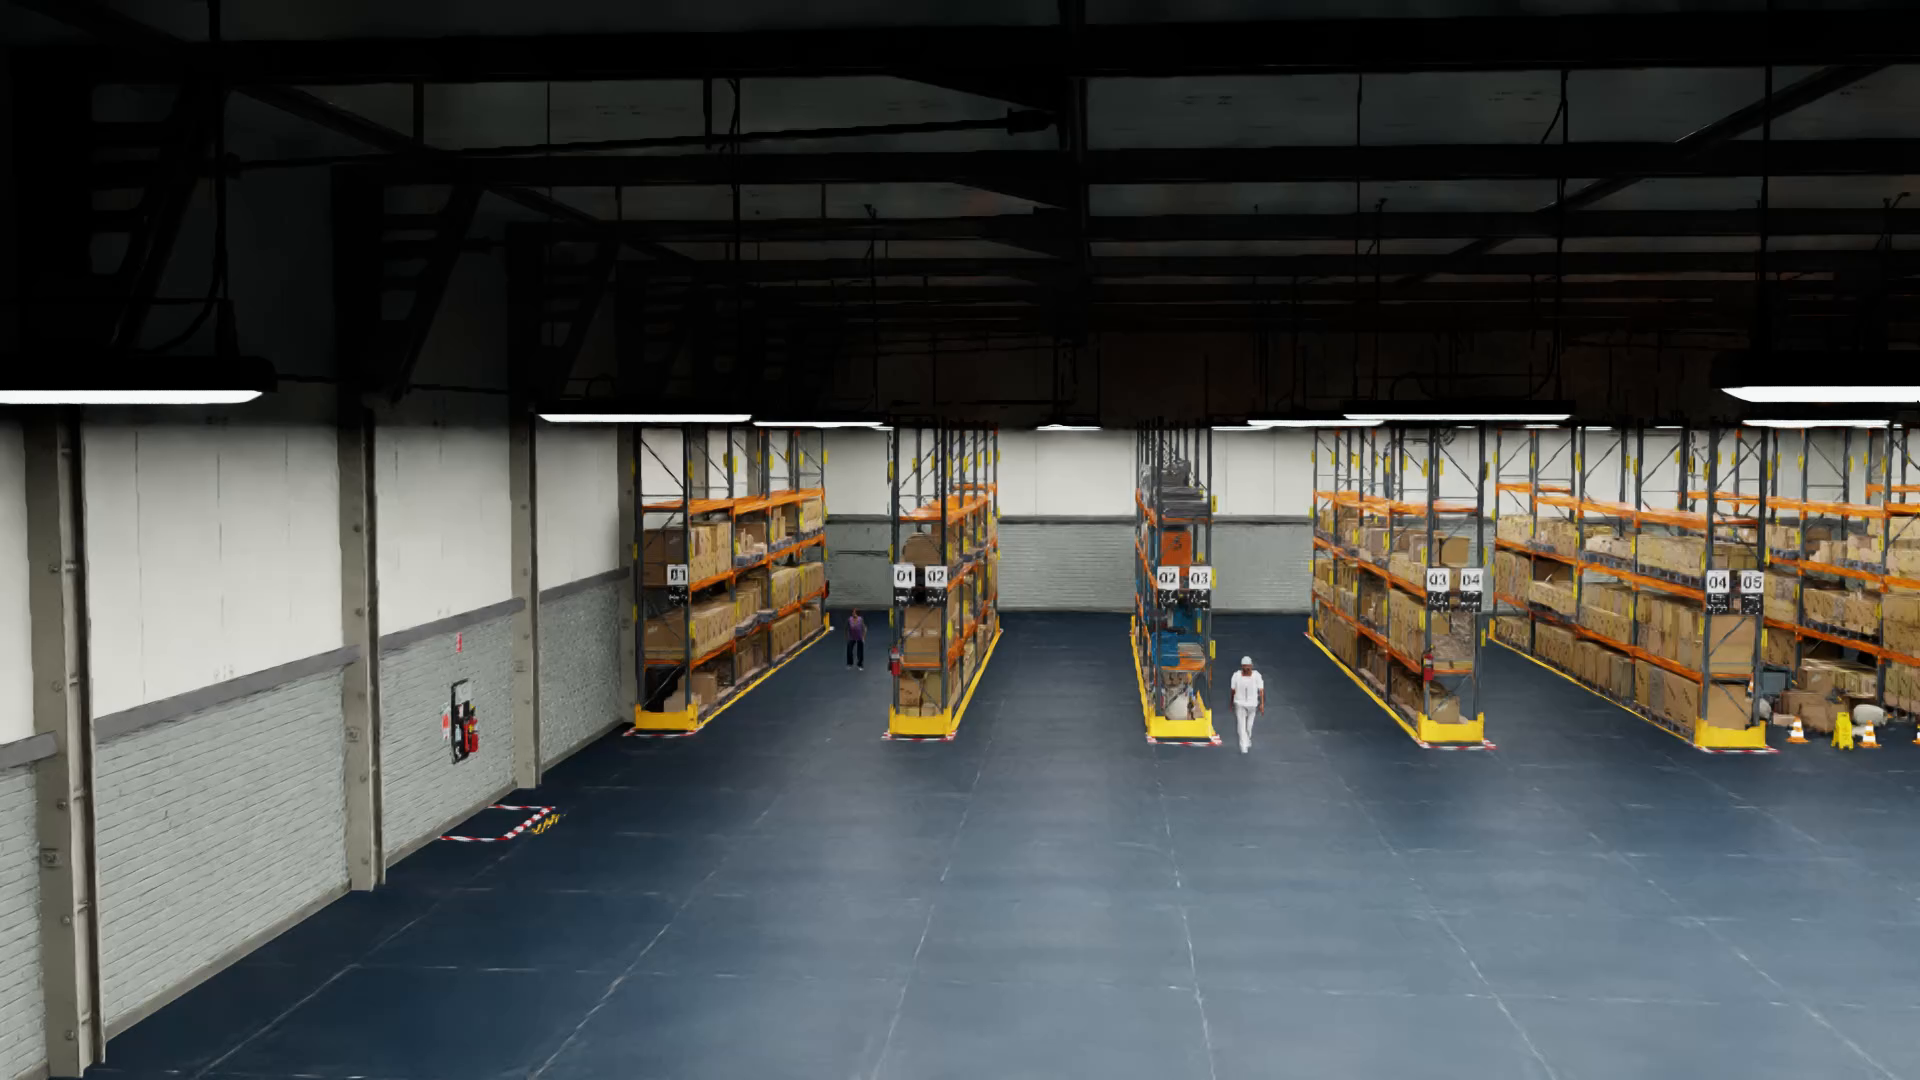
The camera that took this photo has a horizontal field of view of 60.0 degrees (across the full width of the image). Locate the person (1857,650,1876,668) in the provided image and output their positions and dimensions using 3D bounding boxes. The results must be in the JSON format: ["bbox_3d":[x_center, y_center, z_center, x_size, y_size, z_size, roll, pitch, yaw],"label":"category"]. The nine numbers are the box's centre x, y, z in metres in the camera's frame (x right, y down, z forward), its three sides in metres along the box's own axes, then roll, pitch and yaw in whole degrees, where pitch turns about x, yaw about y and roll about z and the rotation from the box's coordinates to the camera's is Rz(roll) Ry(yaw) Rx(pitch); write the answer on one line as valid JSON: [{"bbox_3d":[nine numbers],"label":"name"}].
[{"bbox_3d":[21.533,2.551,39.500,0.462,1.010,0.423,3,5,36],"label":"person"}]

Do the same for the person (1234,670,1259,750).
[{"bbox_3d":[5.136,3.008,29.845,0.448,1.420,0.864,0,4,3],"label":"person"}]

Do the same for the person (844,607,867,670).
[{"bbox_3d":[-2.505,2.361,39.801,0.566,1.541,0.499,0,4,2],"label":"person"}]
